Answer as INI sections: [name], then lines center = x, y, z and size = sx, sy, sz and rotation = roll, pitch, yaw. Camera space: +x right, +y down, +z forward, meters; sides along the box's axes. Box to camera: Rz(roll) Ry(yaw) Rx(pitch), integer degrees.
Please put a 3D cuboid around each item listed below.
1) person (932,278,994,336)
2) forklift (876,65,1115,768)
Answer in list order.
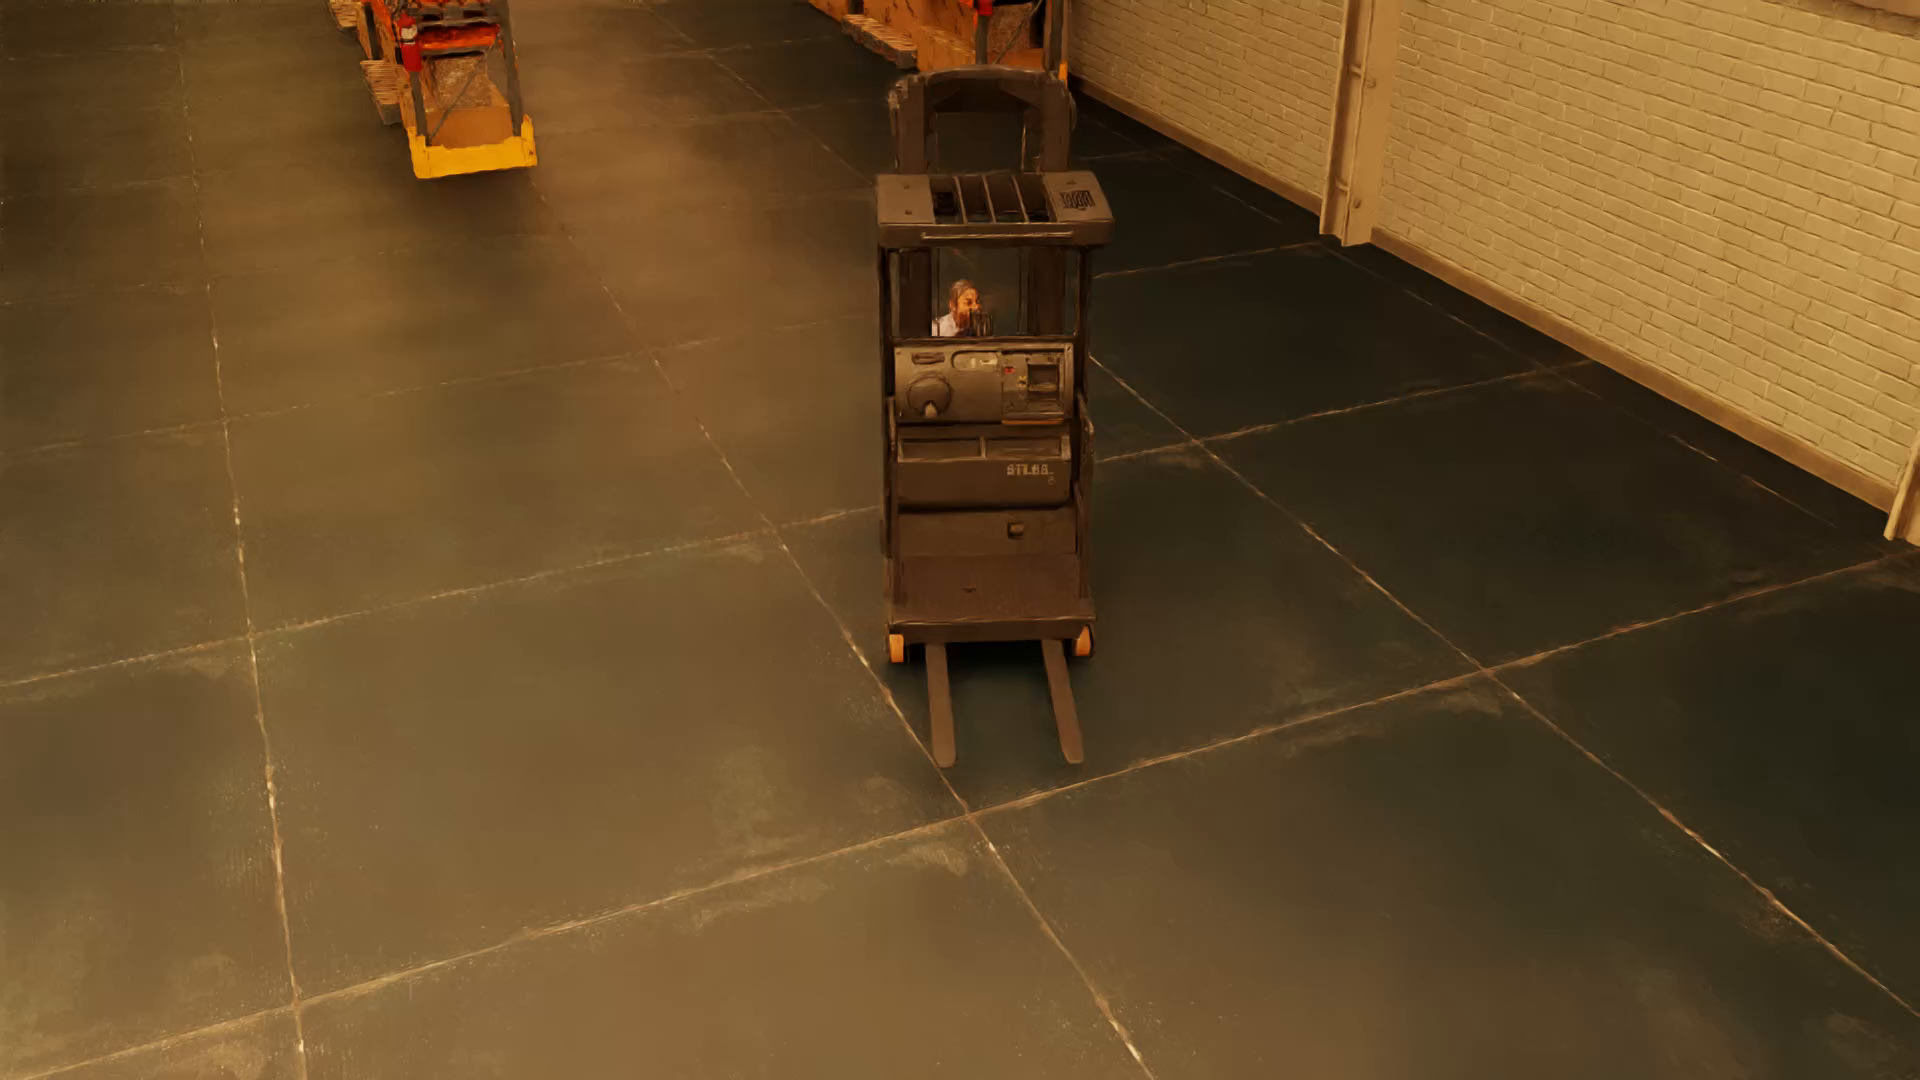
[person]
center = 0.022, -0.664, 9.566
size = 0.601, 1.641, 0.538
rotation = -12, 32, -20
[forklift]
center = 0.143, -0.779, 8.483
size = 1.130, 2.935, 3.031
rotation = -2, 30, -3
